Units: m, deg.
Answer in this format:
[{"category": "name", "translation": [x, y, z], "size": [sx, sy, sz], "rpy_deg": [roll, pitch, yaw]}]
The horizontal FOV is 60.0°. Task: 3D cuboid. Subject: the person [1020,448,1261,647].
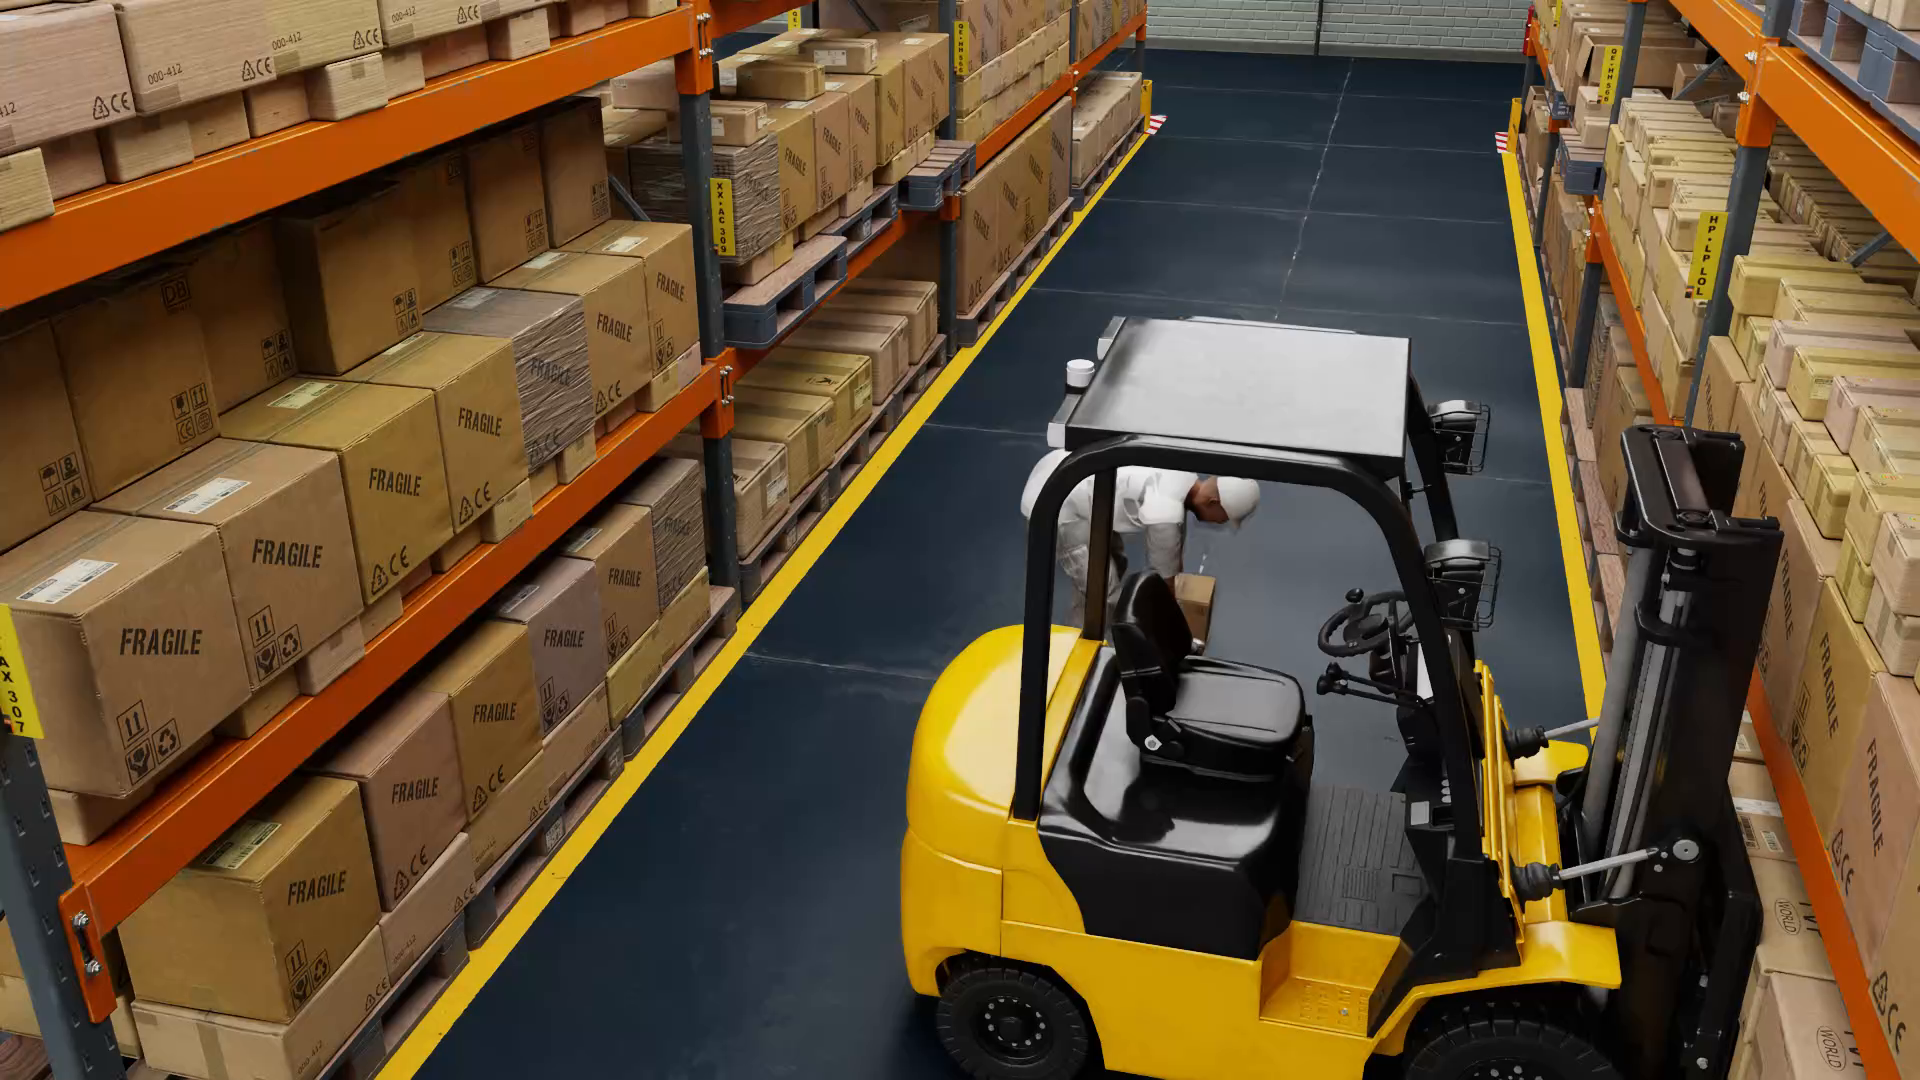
[{"category": "person", "translation": [0.753, 0.133, 7.106], "size": [0.990, 1.094, 0.492], "rpy_deg": [5, 26, 11]}]
